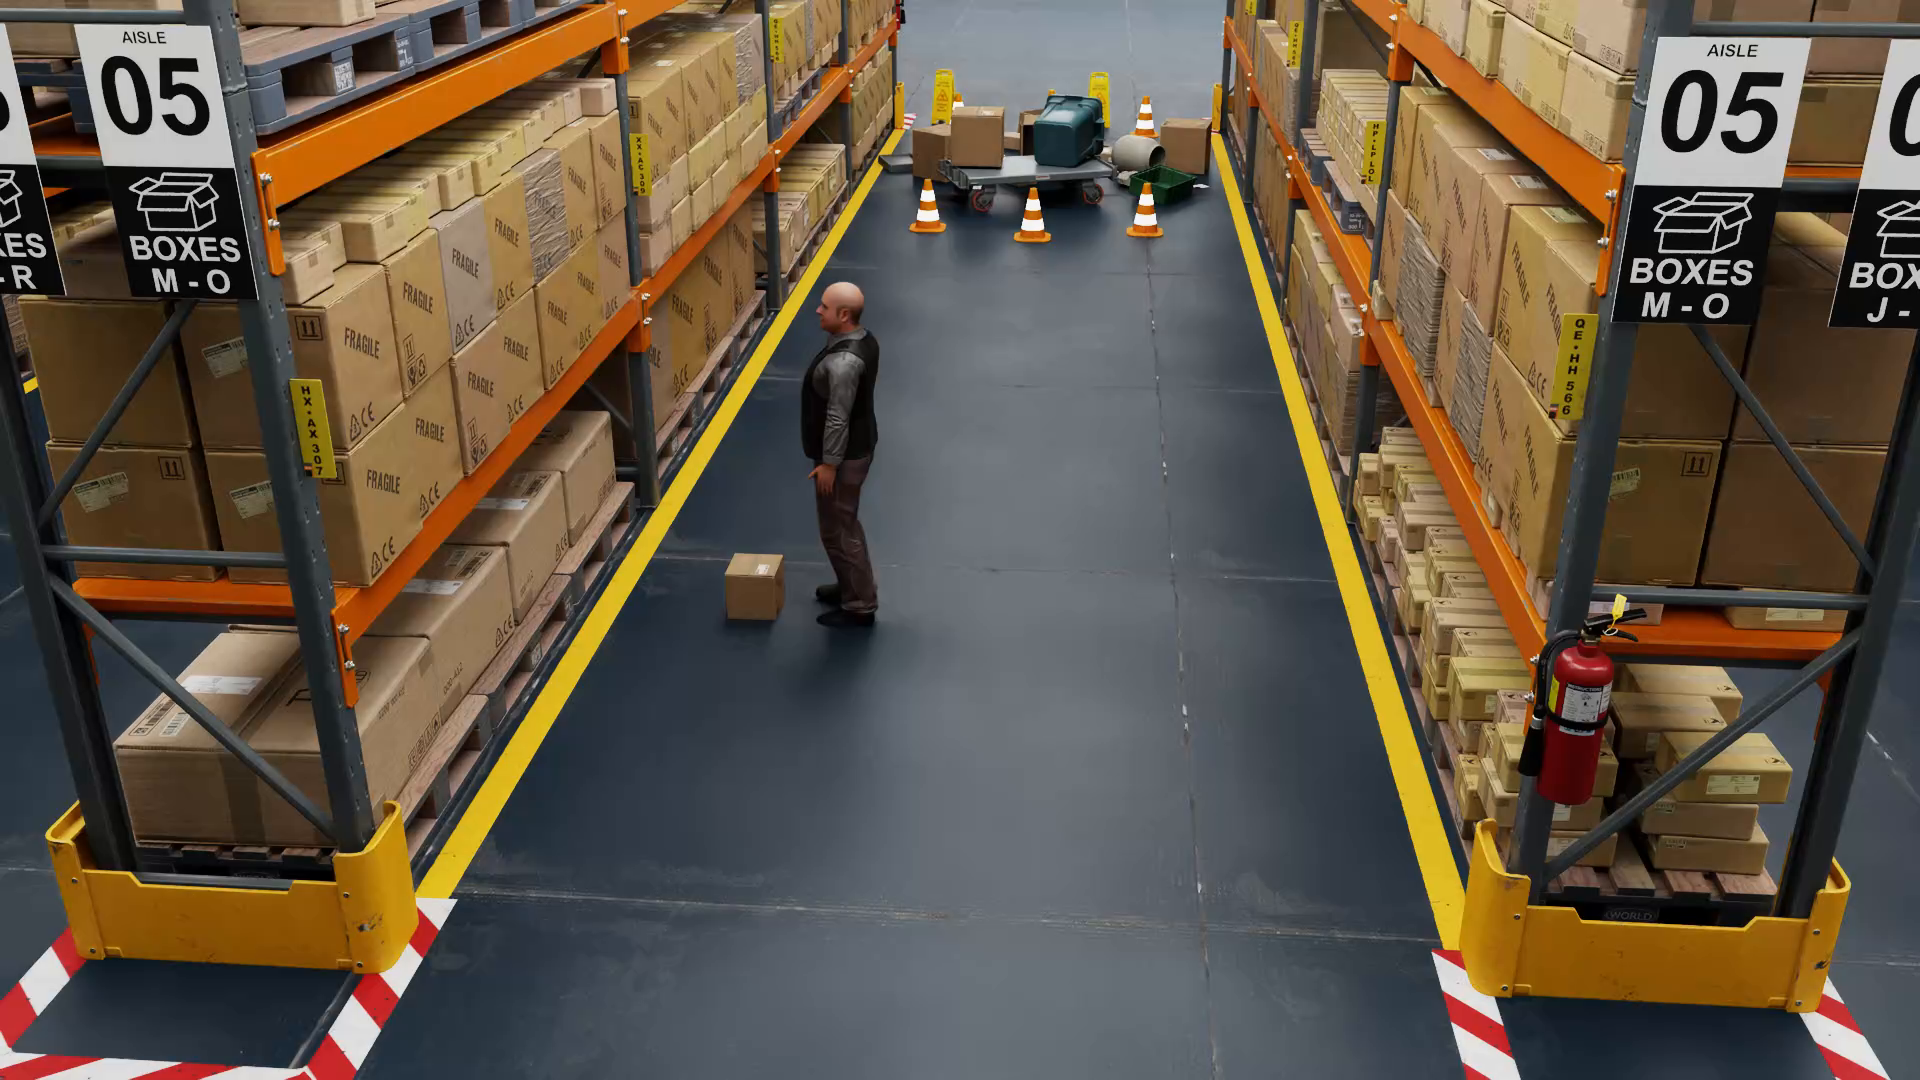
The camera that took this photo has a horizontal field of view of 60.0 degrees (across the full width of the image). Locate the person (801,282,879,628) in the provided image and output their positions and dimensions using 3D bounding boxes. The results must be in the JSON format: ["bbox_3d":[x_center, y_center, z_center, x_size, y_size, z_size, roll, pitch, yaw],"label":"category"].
[{"bbox_3d":[-0.578,-0.402,8.055,0.363,1.732,0.531,2,24,5],"label":"person"}]
